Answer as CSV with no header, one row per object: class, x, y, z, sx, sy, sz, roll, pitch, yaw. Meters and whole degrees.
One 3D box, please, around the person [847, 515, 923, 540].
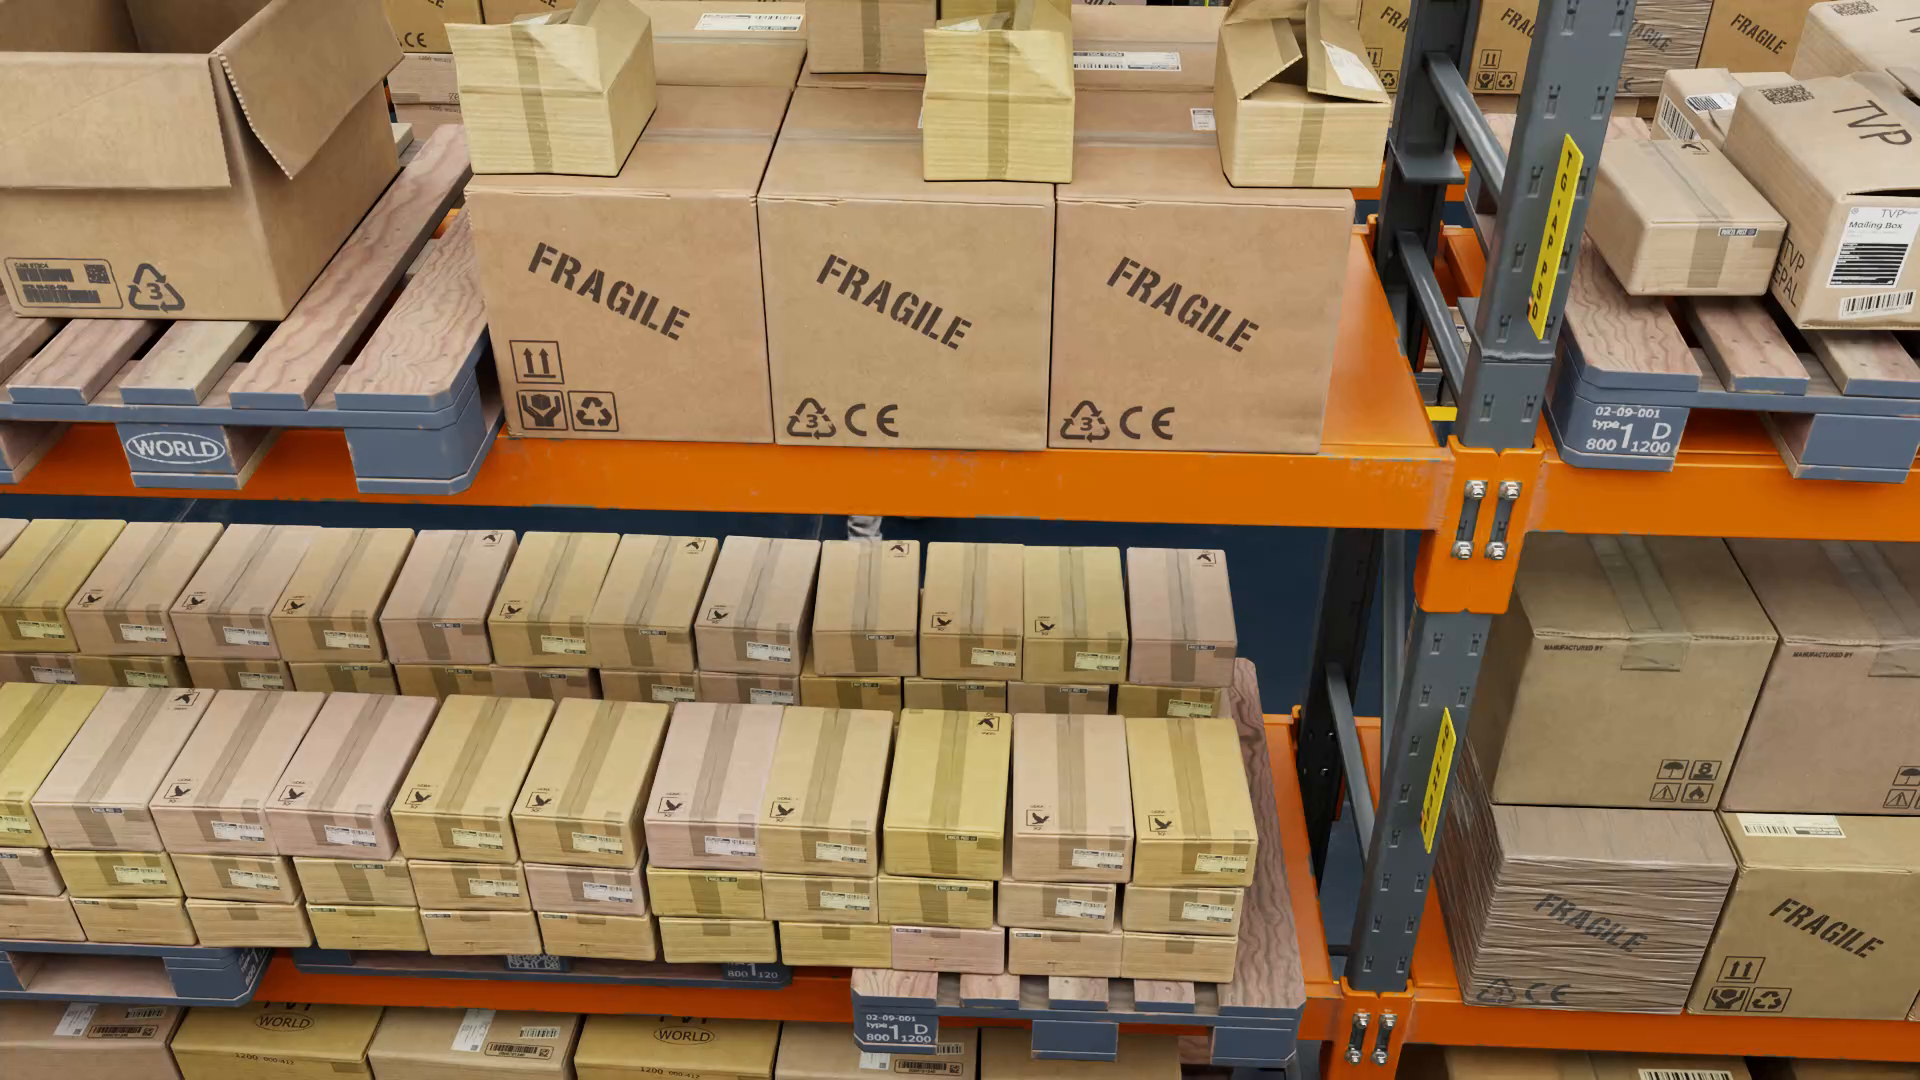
person,-0.319,-0.749,7.169,0.606,1.766,0.772,-4,36,-5
